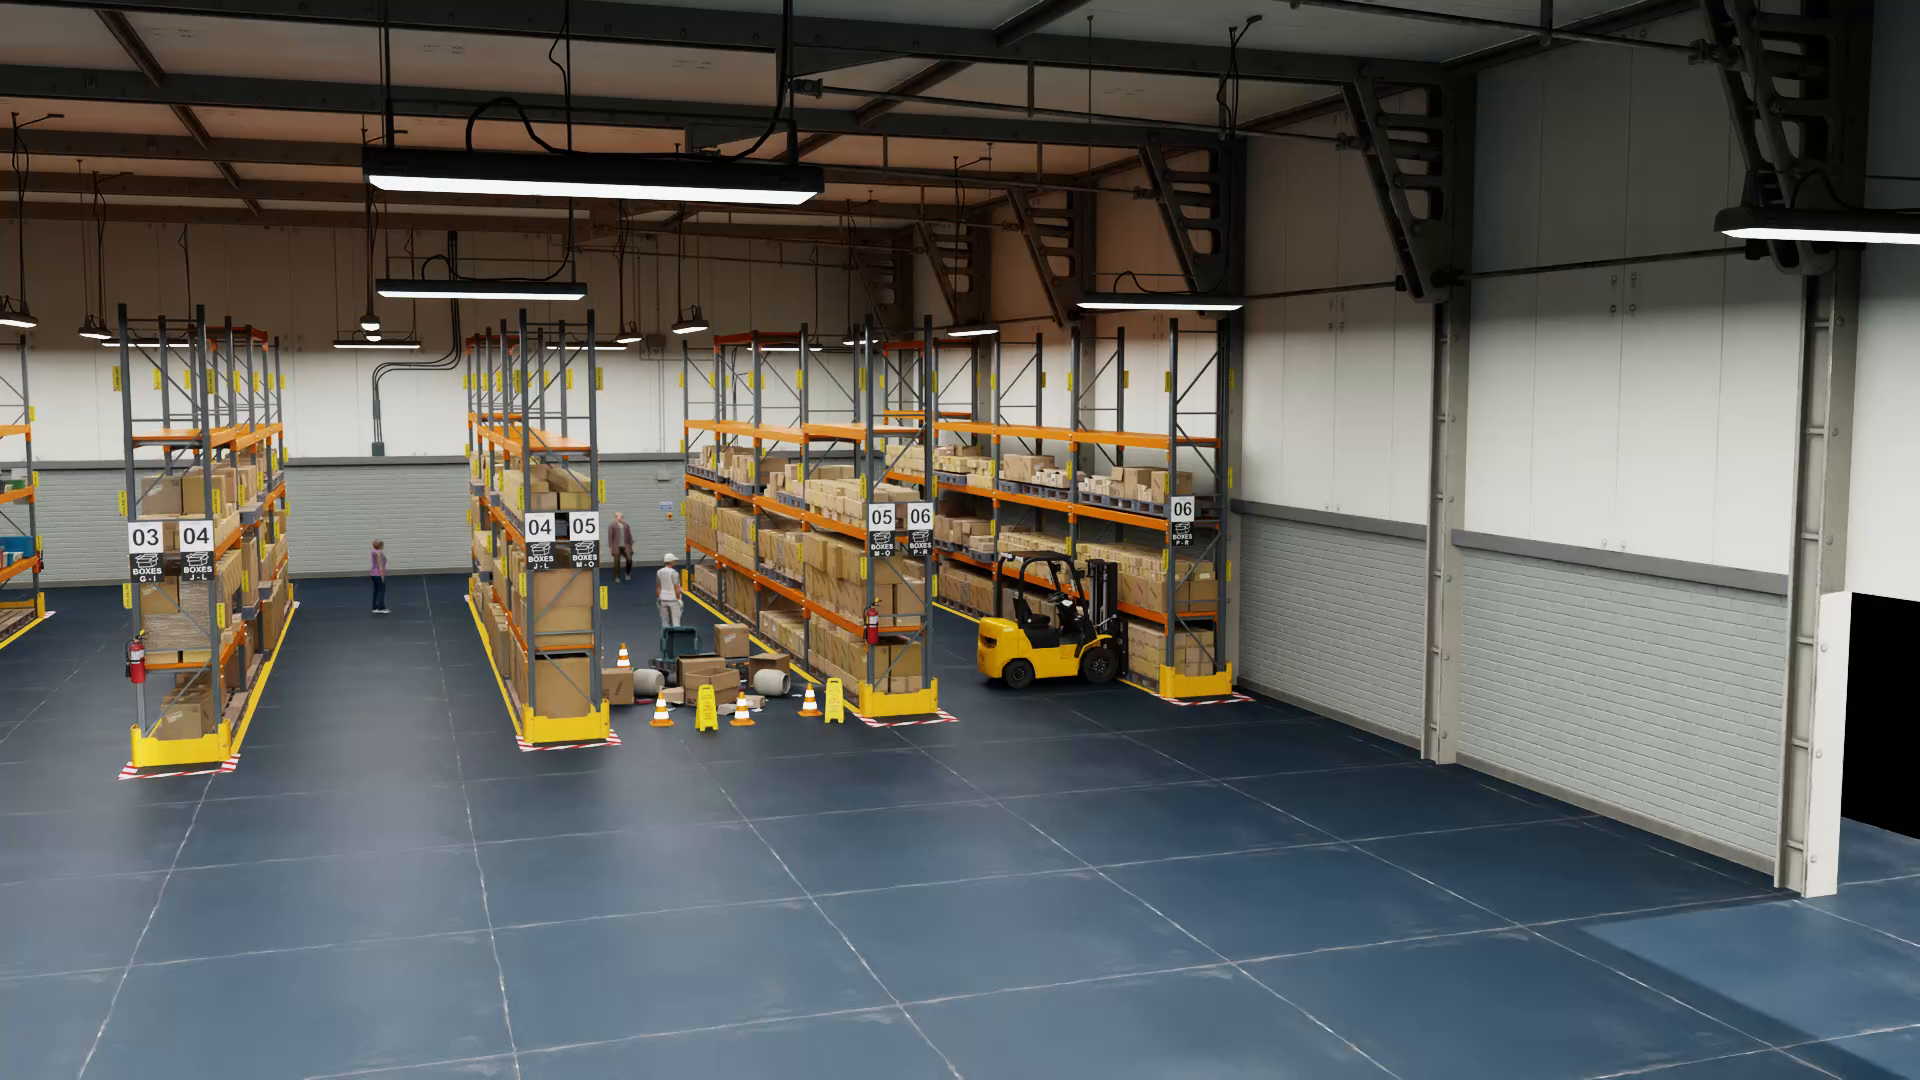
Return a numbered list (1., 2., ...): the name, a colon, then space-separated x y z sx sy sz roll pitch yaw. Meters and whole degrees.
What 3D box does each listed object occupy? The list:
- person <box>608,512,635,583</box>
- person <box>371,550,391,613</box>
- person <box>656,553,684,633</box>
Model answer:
1. person: -8.507 0.177 41.796 0.647 1.751 0.636 -2 6 -16
2. person: -12.553 0.895 36.015 0.363 1.369 0.363 -4 7 -40
3. person: -5.471 1.143 31.429 0.572 1.793 0.568 1 6 13
